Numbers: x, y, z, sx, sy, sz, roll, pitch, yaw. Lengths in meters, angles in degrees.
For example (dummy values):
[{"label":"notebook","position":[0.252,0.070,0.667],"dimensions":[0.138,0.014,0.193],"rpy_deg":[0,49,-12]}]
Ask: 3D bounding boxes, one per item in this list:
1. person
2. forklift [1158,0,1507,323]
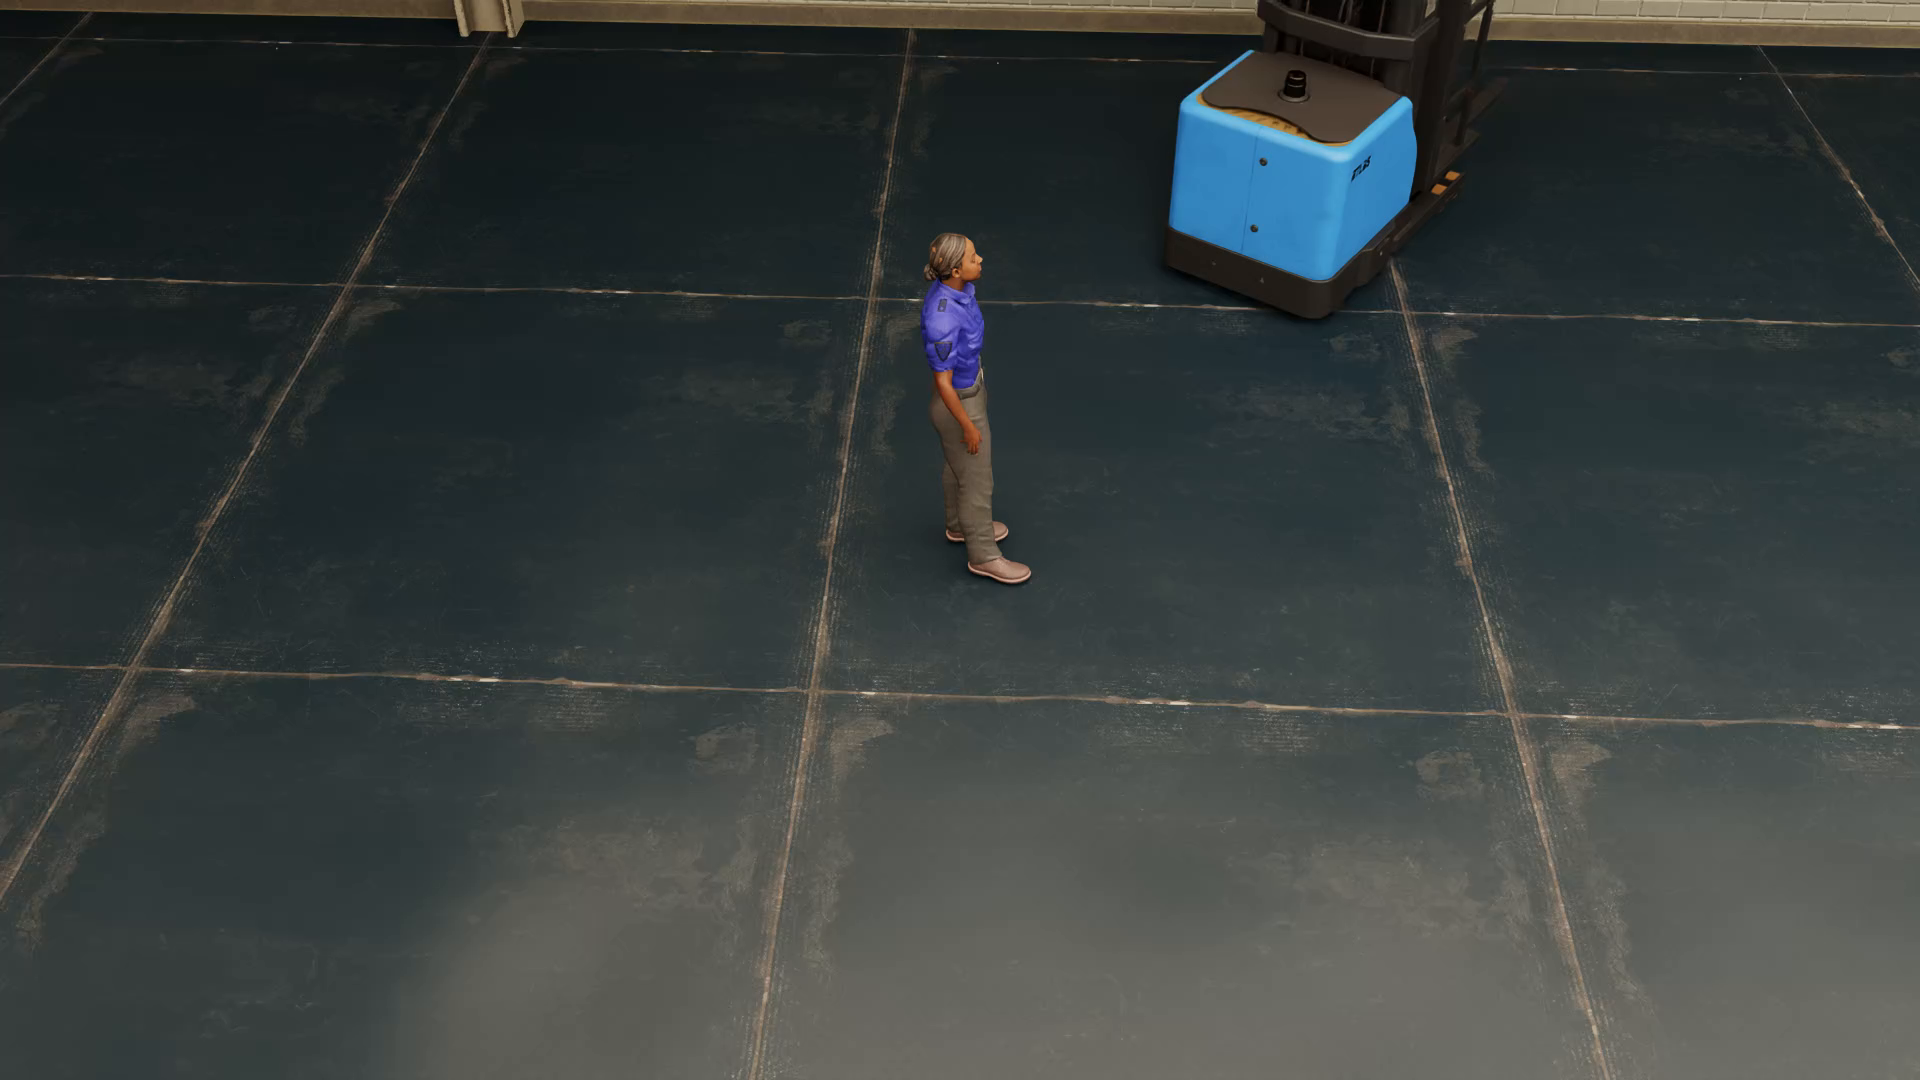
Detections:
[{"label":"person","position":[0.086,-0.600,7.336],"dimensions":[0.504,1.654,0.570],"rpy_deg":[2,42,2]},{"label":"forklift","position":[2.412,-3.220,9.270],"dimensions":[1.130,2.935,3.031],"rpy_deg":[26,49,26]}]
